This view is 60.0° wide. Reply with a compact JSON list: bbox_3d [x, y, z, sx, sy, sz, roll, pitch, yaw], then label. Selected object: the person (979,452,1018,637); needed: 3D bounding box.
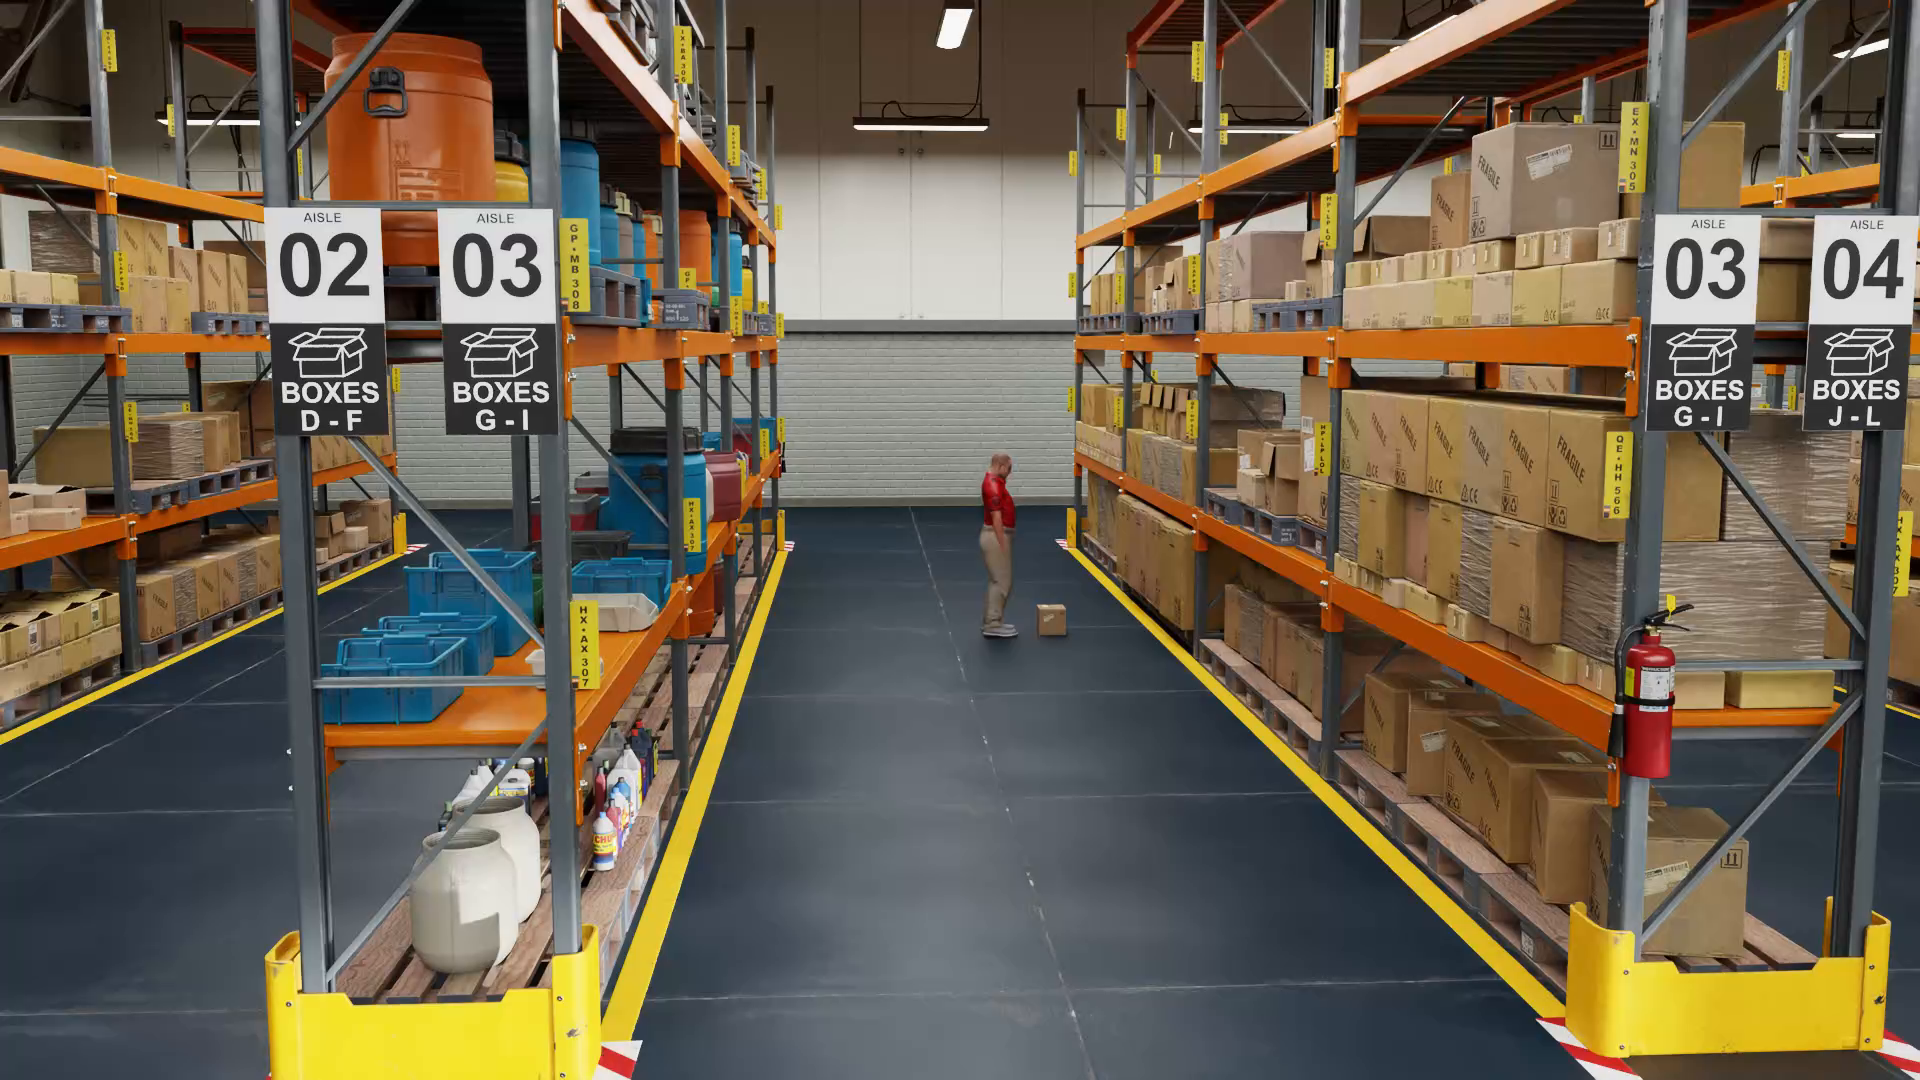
[{"bbox_3d":[0.364,0.034,15.618,0.336,1.715,0.536,0,7,-3],"label":"person"}]
